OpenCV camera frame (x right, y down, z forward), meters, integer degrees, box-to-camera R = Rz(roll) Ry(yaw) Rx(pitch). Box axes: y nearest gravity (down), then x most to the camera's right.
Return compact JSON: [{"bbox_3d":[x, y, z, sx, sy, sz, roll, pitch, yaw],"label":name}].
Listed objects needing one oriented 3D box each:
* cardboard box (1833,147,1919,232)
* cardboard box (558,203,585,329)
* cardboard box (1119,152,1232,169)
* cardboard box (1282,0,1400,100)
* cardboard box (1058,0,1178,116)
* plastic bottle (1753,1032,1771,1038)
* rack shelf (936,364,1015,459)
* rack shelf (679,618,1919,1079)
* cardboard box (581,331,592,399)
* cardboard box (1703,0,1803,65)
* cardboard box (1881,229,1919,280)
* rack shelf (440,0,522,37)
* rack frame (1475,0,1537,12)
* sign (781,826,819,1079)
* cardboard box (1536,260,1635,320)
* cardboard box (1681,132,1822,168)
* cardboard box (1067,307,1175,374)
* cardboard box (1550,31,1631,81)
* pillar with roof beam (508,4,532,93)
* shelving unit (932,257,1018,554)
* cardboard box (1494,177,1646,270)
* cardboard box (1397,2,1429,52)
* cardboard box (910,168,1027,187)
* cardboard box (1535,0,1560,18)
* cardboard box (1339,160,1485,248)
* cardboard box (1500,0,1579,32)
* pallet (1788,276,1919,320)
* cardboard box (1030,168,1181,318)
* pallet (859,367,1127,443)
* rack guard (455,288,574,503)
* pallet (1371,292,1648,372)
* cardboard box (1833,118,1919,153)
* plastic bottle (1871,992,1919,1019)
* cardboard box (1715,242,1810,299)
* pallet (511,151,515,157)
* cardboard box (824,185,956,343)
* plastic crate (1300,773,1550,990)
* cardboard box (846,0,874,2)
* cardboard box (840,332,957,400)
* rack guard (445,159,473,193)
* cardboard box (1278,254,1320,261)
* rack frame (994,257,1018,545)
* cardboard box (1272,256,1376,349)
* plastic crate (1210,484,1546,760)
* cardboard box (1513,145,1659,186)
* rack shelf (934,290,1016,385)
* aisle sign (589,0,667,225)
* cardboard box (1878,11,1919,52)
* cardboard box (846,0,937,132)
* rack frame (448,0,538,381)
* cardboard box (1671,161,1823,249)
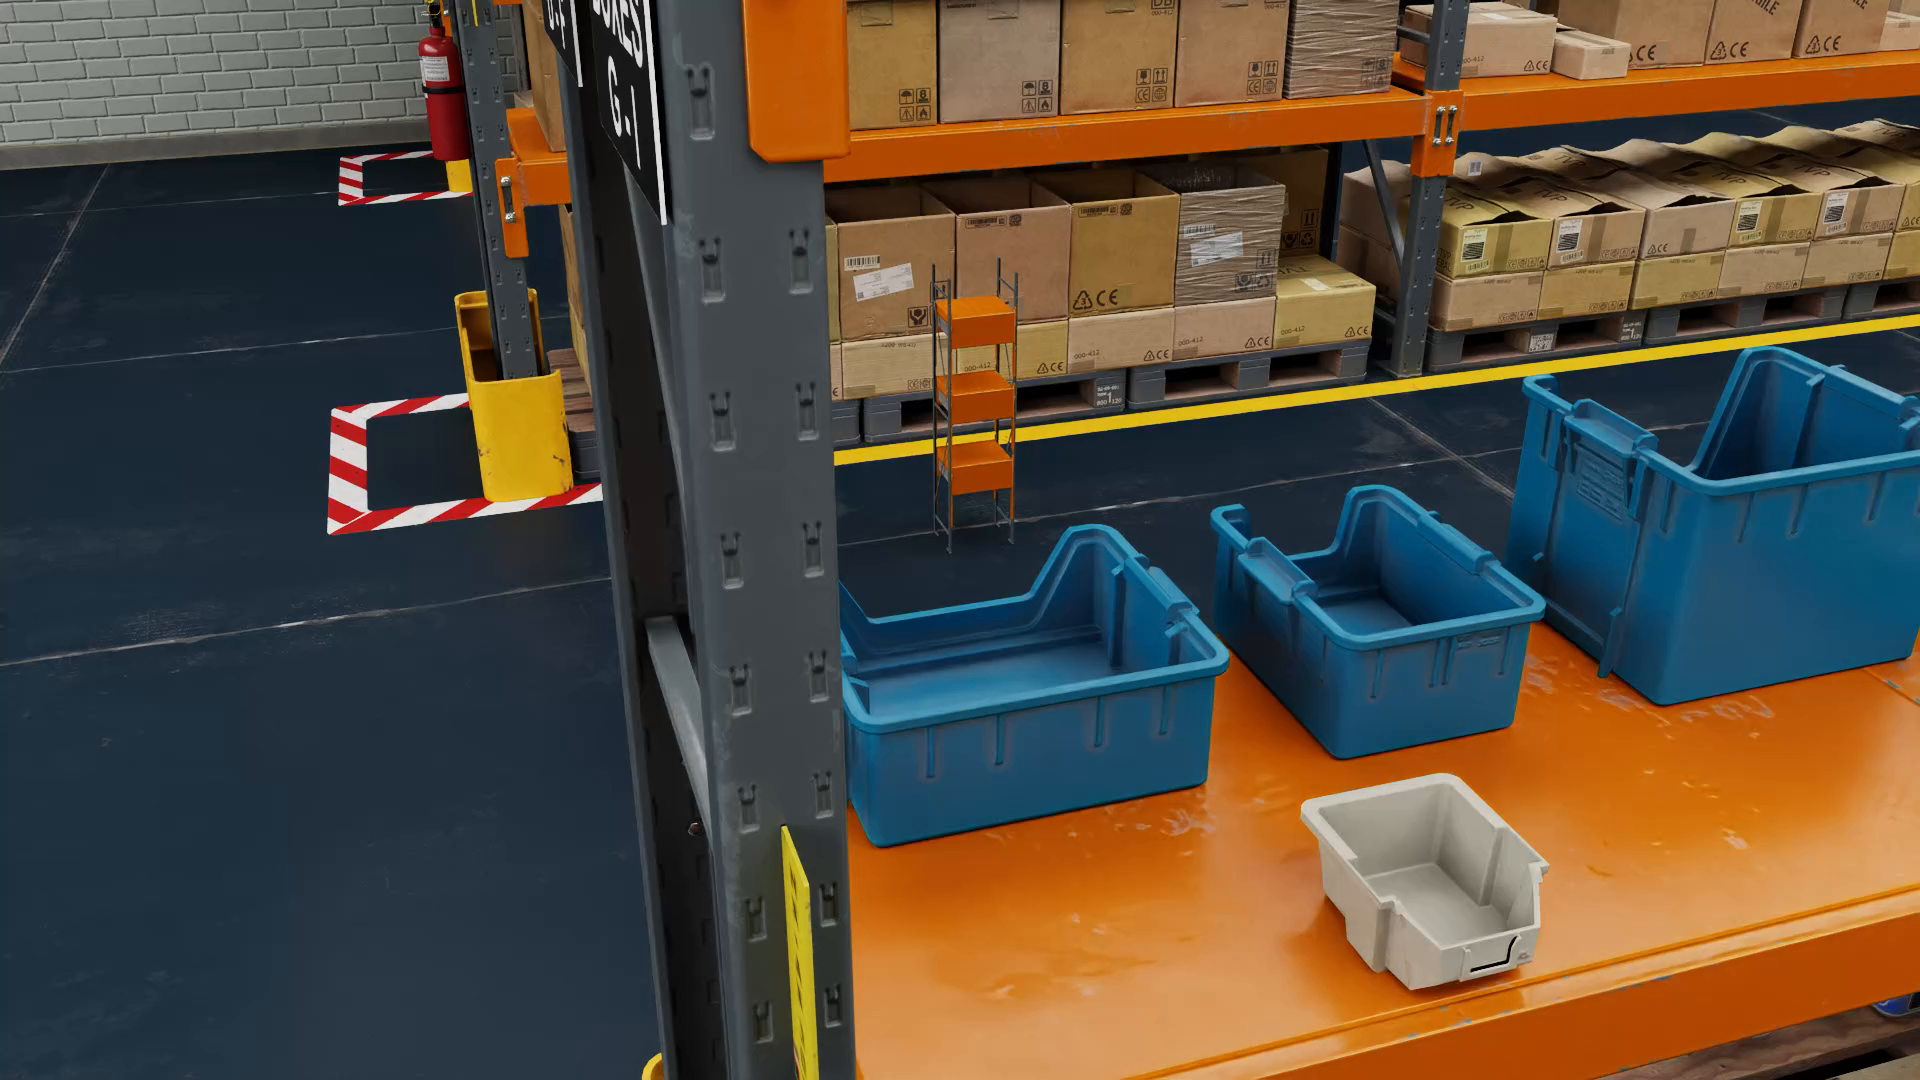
[{"bbox_3d":[4.838,-1.816,8.524,0.500,0.311,0.500,-9,28,-17],"label":"cardboard box"},{"bbox_3d":[-1.437,-1.250,7.170,0.500,0.500,0.500,-8,28,-16],"label":"cardboard box"},{"bbox_3d":[0.937,-1.597,7.870,0.500,0.500,0.500,-8,28,-16],"label":"cardboard box"},{"bbox_3d":[1.528,-2.289,7.376,0.500,0.500,0.700,-9,28,-17],"label":"cardboard box"},{"bbox_3d":[0.551,-2.146,7.088,0.500,0.500,0.700,-8,27,-15],"label":"cardboard box"},{"bbox_3d":[1.722,0.963,3.588,0.097,0.201,0.097,0,26,0],"label":"plastic bottle"},{"bbox_3d":[0.051,-0.468,6.036,0.240,0.259,0.215,-8,28,-16],"label":"rack shelf"},{"bbox_3d":[1.577,0.384,2.912,4.000,0.370,1.077,-8,28,-16],"label":"rack shelf"},{"bbox_3d":[-1.276,-0.694,6.894,0.500,0.250,0.500,-8,28,-16],"label":"cardboard box"},{"bbox_3d":[3.661,-2.593,7.988,0.500,0.500,0.500,-8,28,-16],"label":"cardboard box"},{"bbox_3d":[4.838,-1.568,8.654,0.500,0.250,0.500,-9,28,-17],"label":"cardboard box"},{"bbox_3d":[-1.491,-3.805,11.349,4.000,0.370,1.077,-8,28,-16],"label":"rack shelf"},{"bbox_3d":[4.214,-4.953,12.854,0.127,3.000,1.000,-8,28,-16],"label":"rack frame"},{"bbox_3d":[-0.158,0.447,1.666,0.005,0.325,0.100,-8,28,-16],"label":"sign"},{"bbox_3d":[2.895,-1.285,8.086,0.500,0.250,0.500,-8,27,-15],"label":"cardboard box"},{"bbox_3d":[4.180,-1.974,8.842,0.500,0.311,0.500,-9,28,-17],"label":"cardboard box"},{"bbox_3d":[0.626,-0.969,7.448,0.500,0.250,0.500,-8,28,-16],"label":"cardboard box"},{"bbox_3d":[2.854,-2.231,7.654,0.250,0.149,0.380,-8,28,-16],"label":"cardboard box"},{"bbox_3d":[-1.662,-5.180,6.565,0.400,9.000,9.100,-8,28,-16],"label":"pillar with roof beam"},{"bbox_3d":[0.051,-0.478,6.031,0.252,1.050,0.215,-8,28,-16],"label":"shelving unit"},{"bbox_3d":[2.896,-1.534,7.956,0.500,0.311,0.500,-9,28,-17],"label":"cardboard box"},{"bbox_3d":[3.546,-3.909,13.067,0.500,0.500,0.700,-8,27,-15],"label":"cardboard box"},{"bbox_3d":[-0.015,-1.462,7.598,0.500,0.500,0.500,-8,28,-16],"label":"cardboard box"},{"bbox_3d":[4.954,-4.224,13.330,0.750,0.750,0.750,-9,28,-17],"label":"cardboard box"},{"bbox_3d":[2.245,-1.693,8.276,0.500,0.311,0.500,-8,28,-16],"label":"cardboard box"},{"bbox_3d":[2.727,-2.447,7.956,0.258,0.266,0.396,-9,28,-17],"label":"cardboard box"},{"bbox_3d":[4.957,-1.513,9.061,1.213,0.211,1.003,-8,28,-16],"label":"pallet"},{"bbox_3d":[0.622,-1.310,7.292,0.500,0.500,0.500,-8,28,-16],"label":"cardboard box"},{"bbox_3d":[0.017,-0.798,7.620,1.213,0.211,1.003,-8,28,-16],"label":"pallet"},{"bbox_3d":[-1.878,-0.635,6.966,0.348,0.500,1.175,-8,28,-16],"label":"rack guard"},{"bbox_3d":[2.637,-1.177,8.384,1.213,0.211,1.003,-8,28,-16],"label":"pallet"},{"bbox_3d":[5.163,-2.119,9.134,0.500,0.311,0.500,-7,27,-14],"label":"cardboard box"},{"bbox_3d":[2.069,0.889,3.655,0.135,0.276,0.152,-8,28,-16],"label":"plastic bottle"},{"bbox_3d":[3.871,-1.428,8.372,0.500,0.250,0.500,-8,27,-15],"label":"cardboard box"},{"bbox_3d":[-2.537,-2.710,11.471,1.213,0.211,1.003,-8,28,-16],"label":"pallet"},{"bbox_3d":[-0.330,-1.174,7.017,0.500,0.500,0.500,-8,28,-16],"label":"cardboard box"},{"bbox_3d":[0.626,0.468,2.230,0.250,0.136,0.298,-8,28,-16],"label":"plastic crate"},{"bbox_3d":[-0.434,-2.199,6.463,0.250,0.149,0.380,-9,28,-18],"label":"cardboard box"},{"bbox_3d":[-0.326,-0.833,7.174,0.500,0.250,0.500,-8,28,-16],"label":"cardboard box"},{"bbox_3d":[-3.320,-2.742,11.212,0.348,0.500,1.175,-8,28,-16],"label":"rack guard"},{"bbox_3d":[1.413,-1.329,8.174,0.500,0.250,0.500,-8,28,-16],"label":"cardboard box"},{"bbox_3d":[0.167,-0.494,6.065,0.008,1.050,0.200,-8,28,-16],"label":"rack frame"},{"bbox_3d":[1.575,-1.109,7.730,0.500,0.250,0.500,-8,28,-16],"label":"cardboard box"},{"bbox_3d":[0.678,0.122,2.799,0.408,0.251,0.499,-8,28,-16],"label":"plastic crate"},{"bbox_3d":[3.213,-1.835,8.562,0.500,0.311,0.500,-8,28,-16],"label":"cardboard box"},{"bbox_3d":[0.051,-0.722,5.910,0.240,0.259,0.215,-8,28,-16],"label":"rack shelf"},{"bbox_3d":[-0.302,-0.693,1.350,0.004,0.787,0.394,-8,28,-16],"label":"aisle sign"},{"bbox_3d":[4.557,-2.547,8.290,0.250,0.149,0.380,-6,27,-12],"label":"cardboard box"},{"bbox_3d":[-0.435,-2.001,6.796,0.500,0.500,0.700,-8,28,-16],"label":"cardboard box"},{"bbox_3d":[-1.855,-1.757,6.417,0.127,3.000,1.000,-8,28,-16],"label":"rack frame"},{"bbox_3d":[3.880,-1.680,8.250,0.500,0.311,0.500,-7,27,-15],"label":"cardboard box"}]
